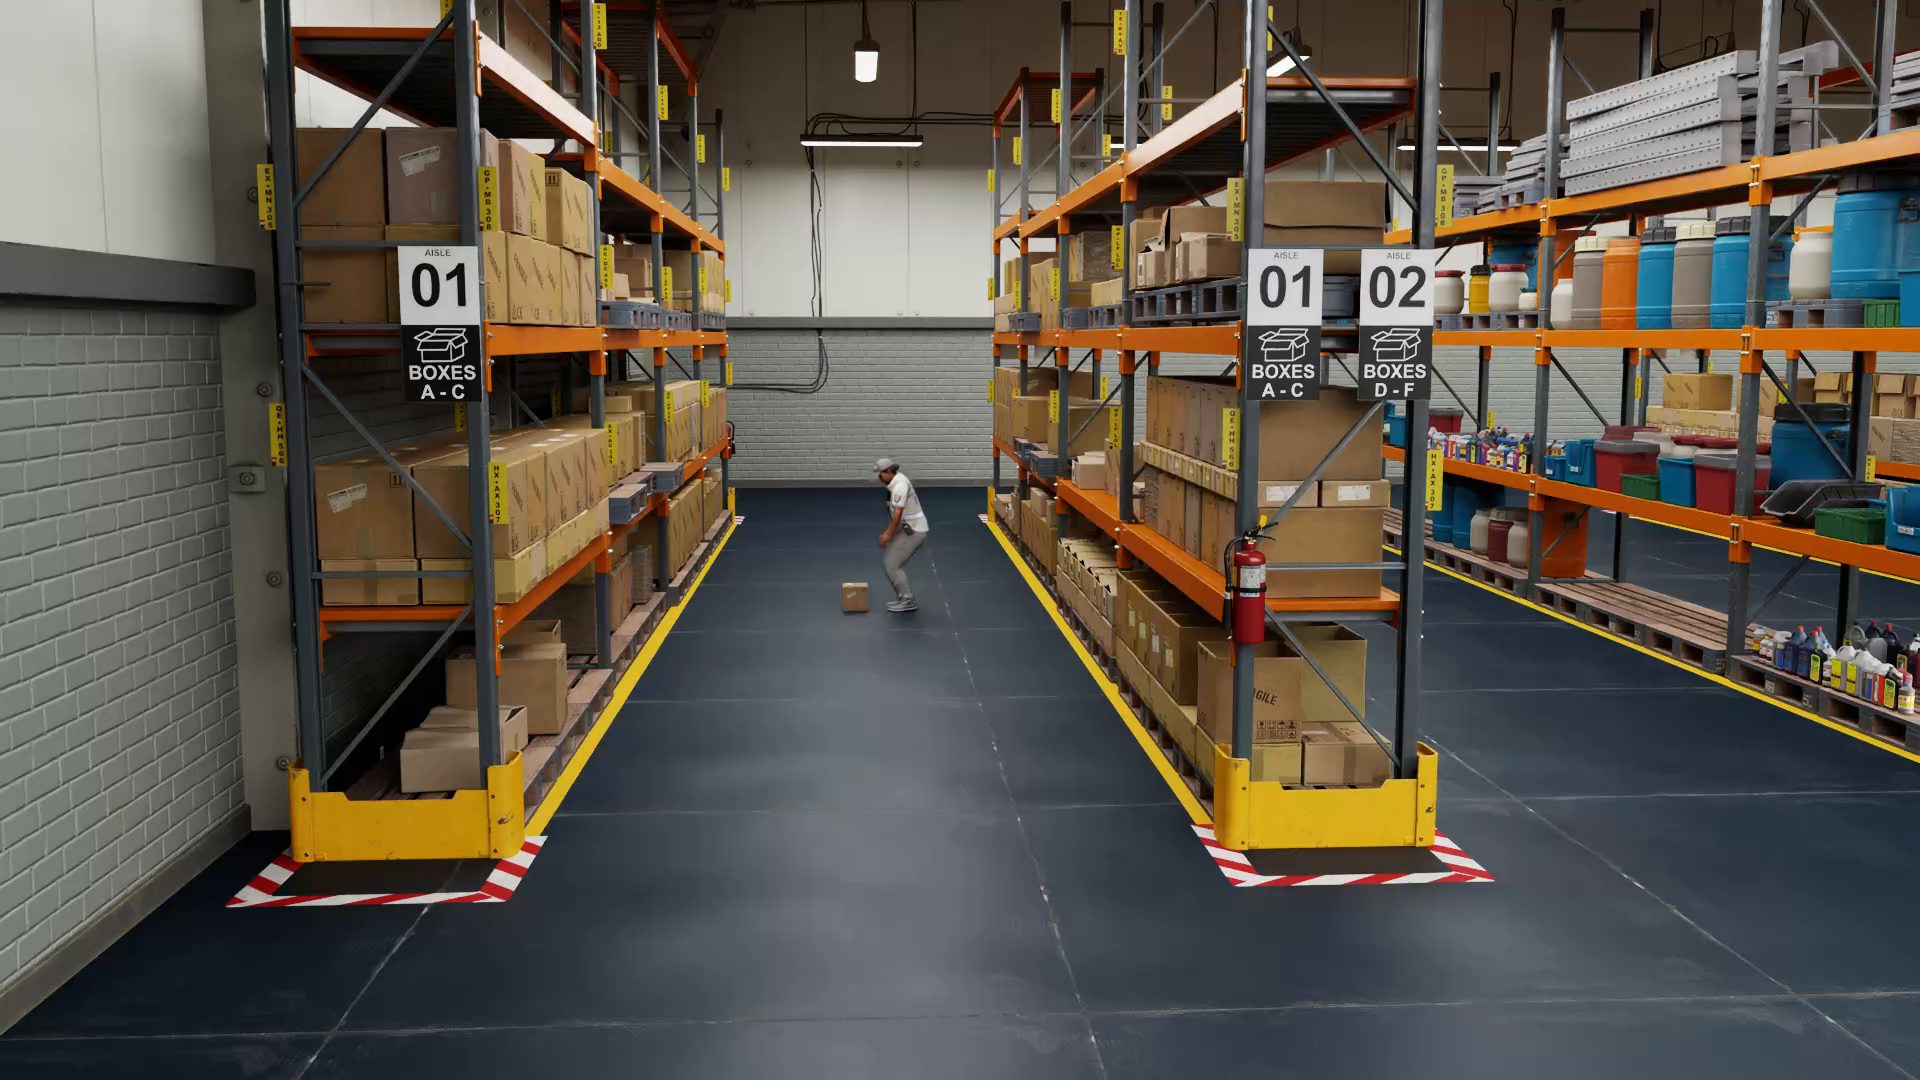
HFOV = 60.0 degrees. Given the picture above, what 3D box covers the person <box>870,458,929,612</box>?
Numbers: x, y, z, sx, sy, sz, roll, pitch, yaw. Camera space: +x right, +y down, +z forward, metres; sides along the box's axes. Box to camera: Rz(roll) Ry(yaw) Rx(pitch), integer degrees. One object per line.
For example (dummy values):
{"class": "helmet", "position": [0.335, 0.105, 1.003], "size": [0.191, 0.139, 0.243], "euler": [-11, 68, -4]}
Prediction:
{"class": "person", "position": [-0.605, -0.055, 16.758], "size": [0.591, 1.542, 0.519], "euler": [0, 7, -3]}
